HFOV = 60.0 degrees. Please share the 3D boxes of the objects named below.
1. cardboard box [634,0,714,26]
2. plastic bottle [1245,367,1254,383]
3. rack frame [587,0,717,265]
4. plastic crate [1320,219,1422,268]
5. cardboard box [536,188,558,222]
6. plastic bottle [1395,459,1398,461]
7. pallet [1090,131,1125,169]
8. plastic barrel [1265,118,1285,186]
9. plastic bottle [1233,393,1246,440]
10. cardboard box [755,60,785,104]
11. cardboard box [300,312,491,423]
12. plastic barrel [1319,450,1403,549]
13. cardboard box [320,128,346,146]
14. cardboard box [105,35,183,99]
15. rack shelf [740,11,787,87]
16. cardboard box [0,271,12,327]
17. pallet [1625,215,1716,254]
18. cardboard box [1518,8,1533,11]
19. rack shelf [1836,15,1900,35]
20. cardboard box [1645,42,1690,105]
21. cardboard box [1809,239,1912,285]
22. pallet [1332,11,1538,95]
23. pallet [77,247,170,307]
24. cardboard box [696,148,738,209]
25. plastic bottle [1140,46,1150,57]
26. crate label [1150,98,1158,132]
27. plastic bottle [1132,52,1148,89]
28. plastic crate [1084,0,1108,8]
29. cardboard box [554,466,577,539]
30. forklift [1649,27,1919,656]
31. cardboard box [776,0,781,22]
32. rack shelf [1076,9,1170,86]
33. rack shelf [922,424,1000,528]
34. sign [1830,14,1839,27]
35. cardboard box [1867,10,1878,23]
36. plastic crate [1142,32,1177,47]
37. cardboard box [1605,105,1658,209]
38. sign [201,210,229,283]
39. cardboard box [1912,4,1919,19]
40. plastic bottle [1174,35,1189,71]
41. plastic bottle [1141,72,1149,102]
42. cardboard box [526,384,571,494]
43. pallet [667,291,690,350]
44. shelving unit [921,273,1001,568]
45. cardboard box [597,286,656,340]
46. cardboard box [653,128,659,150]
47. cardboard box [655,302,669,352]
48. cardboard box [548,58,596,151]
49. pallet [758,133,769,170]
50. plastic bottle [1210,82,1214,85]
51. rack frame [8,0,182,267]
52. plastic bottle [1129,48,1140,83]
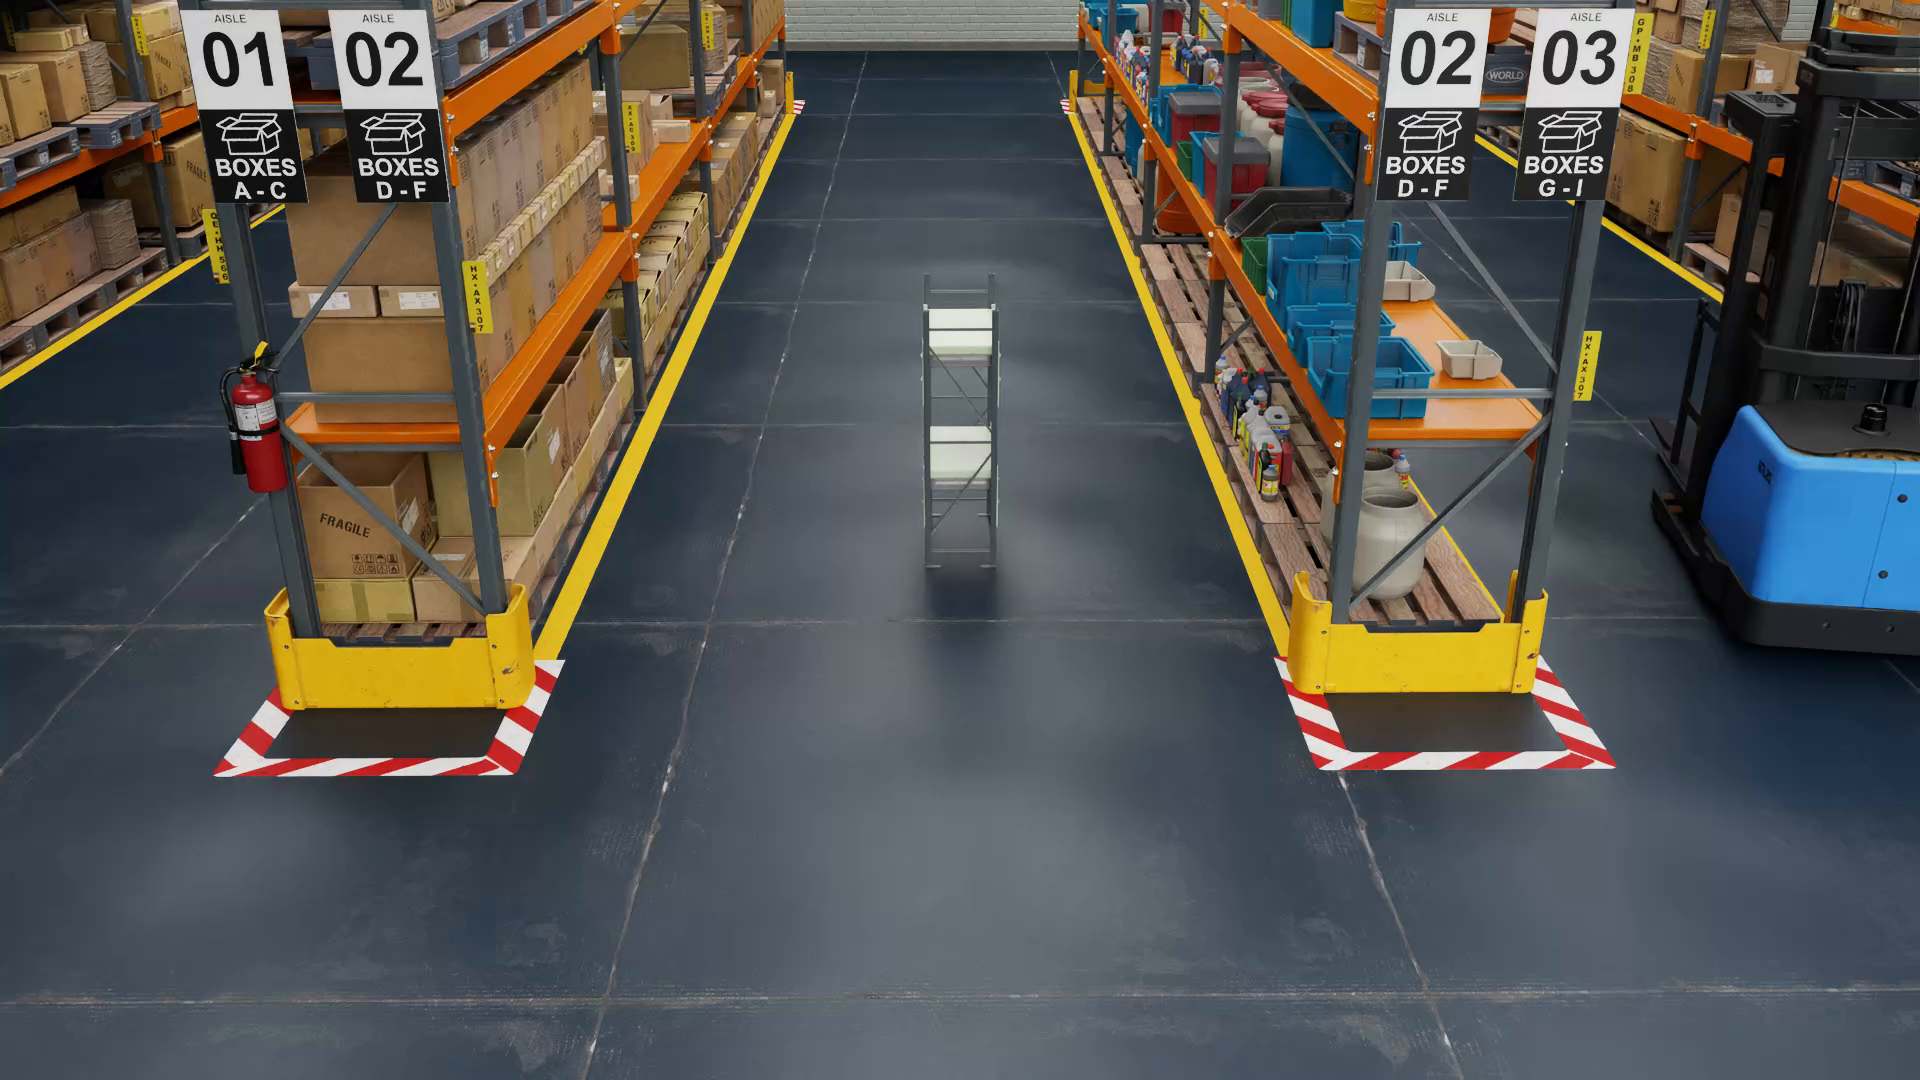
[{"bbox_3d":[-2.958,-5.341,17.288,0.700,0.500,0.500,4,25,8],"label":"cardboard box"},{"bbox_3d":[1.932,-1.004,11.093,0.061,0.283,0.133,0,24,-1],"label":"plastic bottle"},{"bbox_3d":[-2.767,-3.935,14.810,1.000,3.000,0.127,0,24,-1],"label":"rack frame"},{"bbox_3d":[2.513,-1.785,10.237,0.499,0.251,0.616,0,24,-1],"label":"plastic crate"},{"bbox_3d":[-2.488,-1.884,9.367,0.380,0.149,0.250,1,24,1],"label":"cardboard box"},{"bbox_3d":[2.564,-0.376,9.803,0.097,0.201,0.097,0,24,0],"label":"plastic bottle"},{"bbox_3d":[2.095,-4.636,19.745,1.003,0.211,1.213,0,24,-1],"label":"pallet"},{"bbox_3d":[2.438,-2.764,12.057,0.433,0.535,0.433,0,24,0],"label":"plastic barrel"},{"bbox_3d":[1.786,-0.790,10.618,0.061,0.283,0.133,1,24,2],"label":"plastic bottle"},{"bbox_3d":[-2.602,-6.070,22.030,0.500,0.500,0.500,0,24,-1],"label":"cardboard box"},{"bbox_3d":[-2.672,-0.876,7.926,0.700,0.500,0.500,0,24,-1],"label":"cardboard box"},{"bbox_3d":[2.184,-0.194,9.049,0.421,0.512,0.421,0,24,0],"label":"plastic barrel"},{"bbox_3d":[-7.670,-4.920,19.513,0.700,0.500,0.500,0,24,0],"label":"cardboard box"},{"bbox_3d":[-7.470,-4.303,15.117,0.500,0.500,0.500,0,24,1],"label":"cardboard box"},{"bbox_3d":[-2.833,-6.079,20.425,1.077,0.370,4.000,0,24,-1],"label":"rack shelf"},{"bbox_3d":[-7.757,-1.840,12.678,0.700,0.500,0.500,-1,24,-2],"label":"cardboard box"},{"bbox_3d":[7.205,-3.033,16.199,1.003,0.211,1.213,0,24,-1],"label":"pallet"},{"bbox_3d":[6.820,-6.087,19.390,0.500,0.250,0.500,0,24,1],"label":"cardboard box"},{"bbox_3d":[12.034,-6.103,20.477,1.077,0.370,4.000,0,24,-1],"label":"rack shelf"},{"bbox_3d":[6.886,-4.431,15.786,0.500,0.500,0.500,0,24,-1],"label":"cardboard box"},{"bbox_3d":[7.204,-2.071,13.189,0.700,0.500,0.500,-2,24,-5],"label":"cardboard box"},{"bbox_3d":[2.362,-2.281,7.743,1.003,0.211,1.213,0,24,-1],"label":"pallet"},{"bbox_3d":[-7.714,-2.318,14.620,1.003,0.211,1.213,0,24,-1],"label":"pallet"},{"bbox_3d":[-2.498,-3.608,16.586,0.500,0.500,0.500,-1,24,-1],"label":"cardboard box"},{"bbox_3d":[1.929,-4.974,17.258,0.152,0.276,0.135,0,24,-1],"label":"plastic bottle"},{"bbox_3d":[1.816,-3.704,14.503,0.303,0.233,0.416,0,24,-1],"label":"crate label"},{"bbox_3d":[1.782,-4.635,16.417,0.144,0.351,0.185,0,24,-1],"label":"plastic bottle"},{"bbox_3d":[1.779,-6.829,21.339,0.416,0.233,0.300,0,24,-1],"label":"plastic crate"},{"bbox_3d":[-2.477,-0.211,9.403,0.500,0.250,0.500,0,24,-1],"label":"cardboard box"},{"bbox_3d":[4.695,-1.328,9.129,1.130,2.935,3.031,4,25,8],"label":"forklift"},{"bbox_3d":[-2.568,-6.880,21.200,0.500,0.500,0.500,0,24,0],"label":"cardboard box"},{"bbox_3d":[2.120,-6.100,20.471,1.077,0.370,4.000,0,24,-1],"label":"rack shelf"},{"bbox_3d":[0.000,-0.384,9.569,0.431,0.370,0.720,0,24,-1],"label":"rack shelf"},{"bbox_3d":[7.681,-4.476,14.697,0.100,0.325,0.005,0,24,-1],"label":"sign"},{"bbox_3d":[11.821,-6.684,21.193,0.380,0.149,0.250,1,24,2],"label":"cardboard box"},{"bbox_3d":[2.280,-5.703,18.968,0.396,0.136,0.243,0,24,-1],"label":"plastic crate"},{"bbox_3d":[7.150,-3.853,16.698,1.225,0.875,0.875,0,24,0],"label":"cardboard box"},{"bbox_3d":[-3.223,-1.277,7.241,0.100,0.325,0.005,0,24,-1],"label":"sign"},{"bbox_3d":[11.759,-6.405,19.789,0.500,0.500,0.500,0,24,-1],"label":"cardboard box"},{"bbox_3d":[2.337,-5.127,17.506,0.144,0.351,0.185,0,24,-1],"label":"plastic bottle"},{"bbox_3d":[1.767,-4.285,15.740,0.097,0.271,0.097,0,24,0],"label":"plastic bottle"},{"bbox_3d":[-2.489,-0.553,9.249,0.500,0.500,0.500,0,24,-1],"label":"cardboard box"},{"bbox_3d":[-2.787,-1.823,13.526,1.003,0.211,1.213,0,24,-1],"label":"pallet"},{"bbox_3d":[0.000,-0.681,9.435,0.431,1.500,0.755,0,24,-1],"label":"shelving unit"},{"bbox_3d":[-2.479,-1.652,11.909,0.500,0.311,0.500,0,24,0],"label":"cardboard box"},{"bbox_3d":[-2.697,-3.295,13.701,0.380,0.149,0.250,2,24,3],"label":"cardboard box"},{"bbox_3d":[-2.484,-1.603,12.482,0.500,0.250,0.500,0,24,1],"label":"cardboard box"},{"bbox_3d":[-2.712,-2.740,10.474,0.700,0.500,0.500,0,24,0],"label":"cardboard box"},{"bbox_3d":[-2.817,-4.595,19.655,1.003,0.211,1.213,0,24,-1],"label":"pallet"},{"bbox_3d":[2.352,-4.078,15.277,0.152,0.276,0.135,0,24,-1],"label":"plastic bottle"},{"bbox_3d":[-7.721,-3.911,14.757,1.000,3.000,0.127,0,24,-1],"label":"rack frame"},{"bbox_3d":[1.779,-4.766,16.707,0.144,0.351,0.185,0,24,-1],"label":"plastic bottle"}]
